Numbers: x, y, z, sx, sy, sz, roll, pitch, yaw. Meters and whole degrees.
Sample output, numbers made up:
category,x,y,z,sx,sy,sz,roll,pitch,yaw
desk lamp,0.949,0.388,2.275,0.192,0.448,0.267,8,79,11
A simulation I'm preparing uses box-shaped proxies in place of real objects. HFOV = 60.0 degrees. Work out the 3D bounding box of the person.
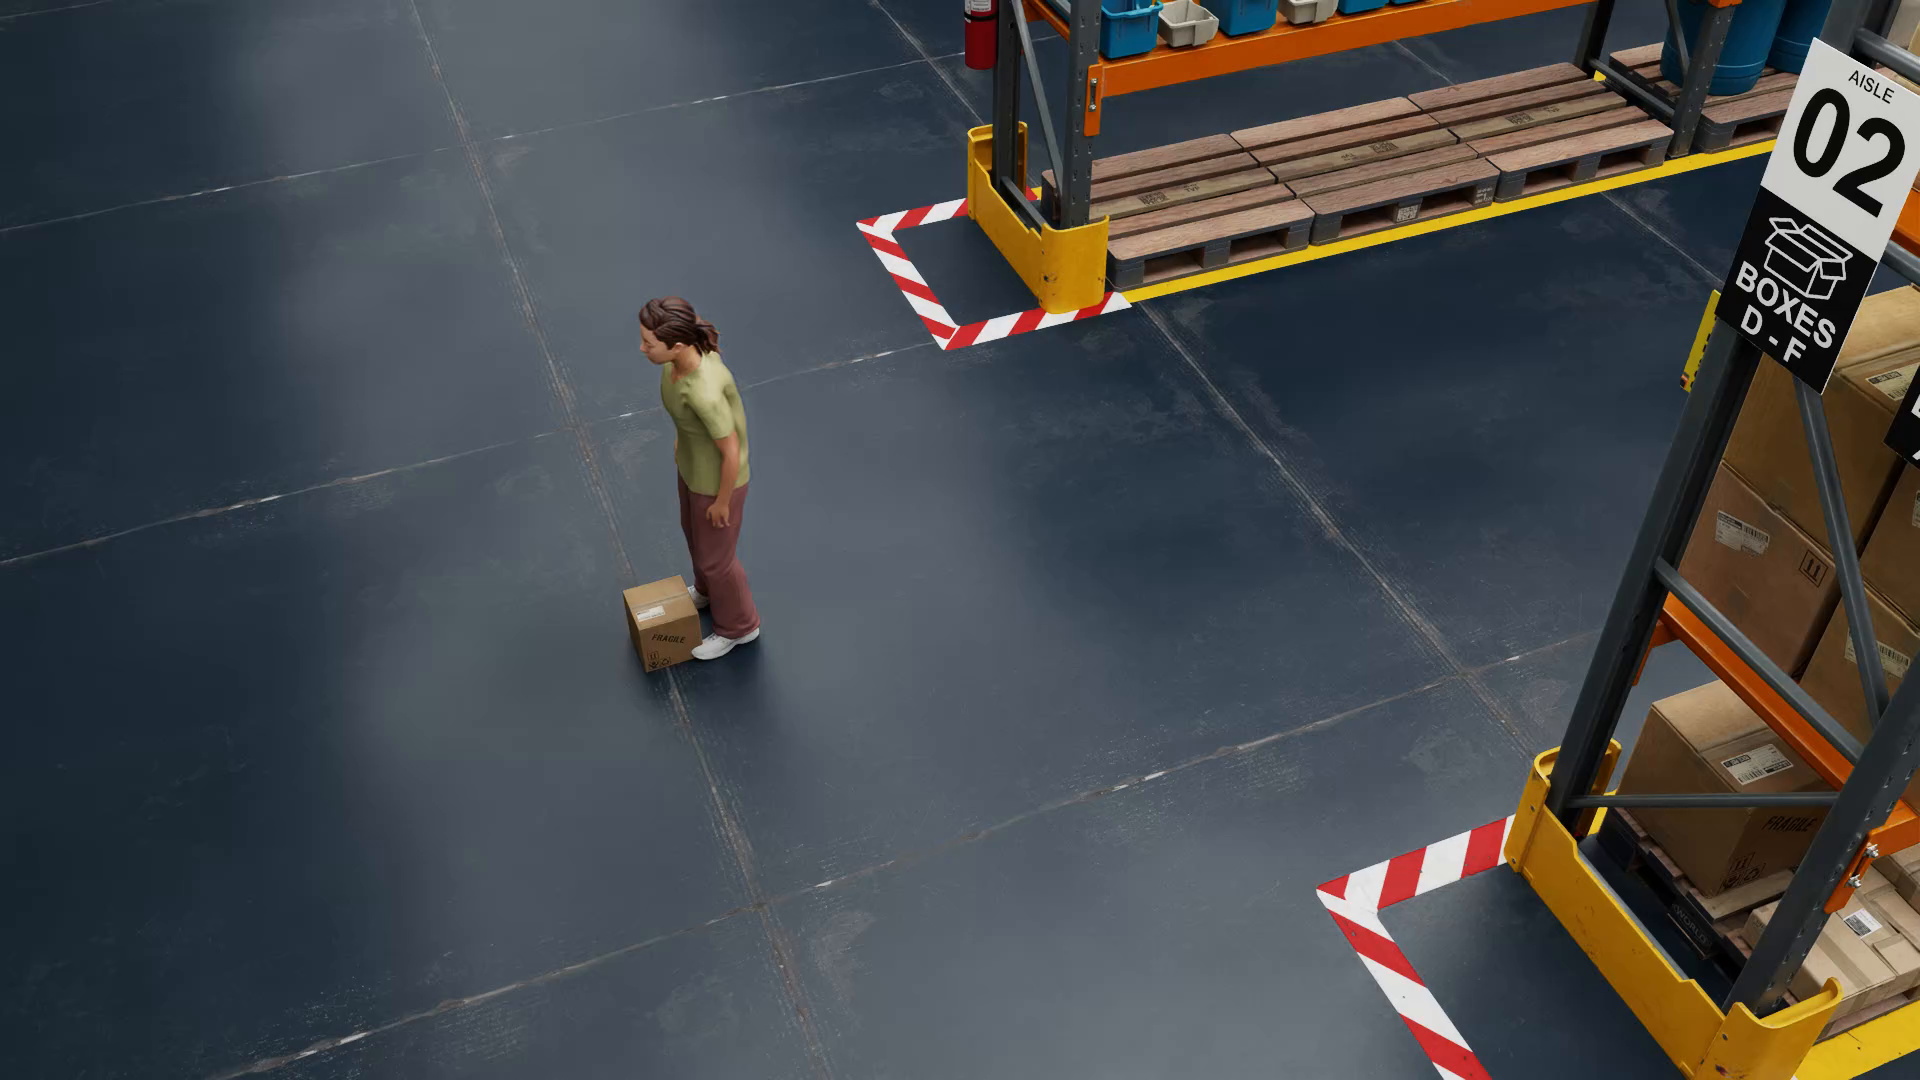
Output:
category,x,y,z,sx,sy,sz,roll,pitch,yaw
person,-0.994,-0.252,6.441,0.353,1.672,0.508,-16,44,-17
